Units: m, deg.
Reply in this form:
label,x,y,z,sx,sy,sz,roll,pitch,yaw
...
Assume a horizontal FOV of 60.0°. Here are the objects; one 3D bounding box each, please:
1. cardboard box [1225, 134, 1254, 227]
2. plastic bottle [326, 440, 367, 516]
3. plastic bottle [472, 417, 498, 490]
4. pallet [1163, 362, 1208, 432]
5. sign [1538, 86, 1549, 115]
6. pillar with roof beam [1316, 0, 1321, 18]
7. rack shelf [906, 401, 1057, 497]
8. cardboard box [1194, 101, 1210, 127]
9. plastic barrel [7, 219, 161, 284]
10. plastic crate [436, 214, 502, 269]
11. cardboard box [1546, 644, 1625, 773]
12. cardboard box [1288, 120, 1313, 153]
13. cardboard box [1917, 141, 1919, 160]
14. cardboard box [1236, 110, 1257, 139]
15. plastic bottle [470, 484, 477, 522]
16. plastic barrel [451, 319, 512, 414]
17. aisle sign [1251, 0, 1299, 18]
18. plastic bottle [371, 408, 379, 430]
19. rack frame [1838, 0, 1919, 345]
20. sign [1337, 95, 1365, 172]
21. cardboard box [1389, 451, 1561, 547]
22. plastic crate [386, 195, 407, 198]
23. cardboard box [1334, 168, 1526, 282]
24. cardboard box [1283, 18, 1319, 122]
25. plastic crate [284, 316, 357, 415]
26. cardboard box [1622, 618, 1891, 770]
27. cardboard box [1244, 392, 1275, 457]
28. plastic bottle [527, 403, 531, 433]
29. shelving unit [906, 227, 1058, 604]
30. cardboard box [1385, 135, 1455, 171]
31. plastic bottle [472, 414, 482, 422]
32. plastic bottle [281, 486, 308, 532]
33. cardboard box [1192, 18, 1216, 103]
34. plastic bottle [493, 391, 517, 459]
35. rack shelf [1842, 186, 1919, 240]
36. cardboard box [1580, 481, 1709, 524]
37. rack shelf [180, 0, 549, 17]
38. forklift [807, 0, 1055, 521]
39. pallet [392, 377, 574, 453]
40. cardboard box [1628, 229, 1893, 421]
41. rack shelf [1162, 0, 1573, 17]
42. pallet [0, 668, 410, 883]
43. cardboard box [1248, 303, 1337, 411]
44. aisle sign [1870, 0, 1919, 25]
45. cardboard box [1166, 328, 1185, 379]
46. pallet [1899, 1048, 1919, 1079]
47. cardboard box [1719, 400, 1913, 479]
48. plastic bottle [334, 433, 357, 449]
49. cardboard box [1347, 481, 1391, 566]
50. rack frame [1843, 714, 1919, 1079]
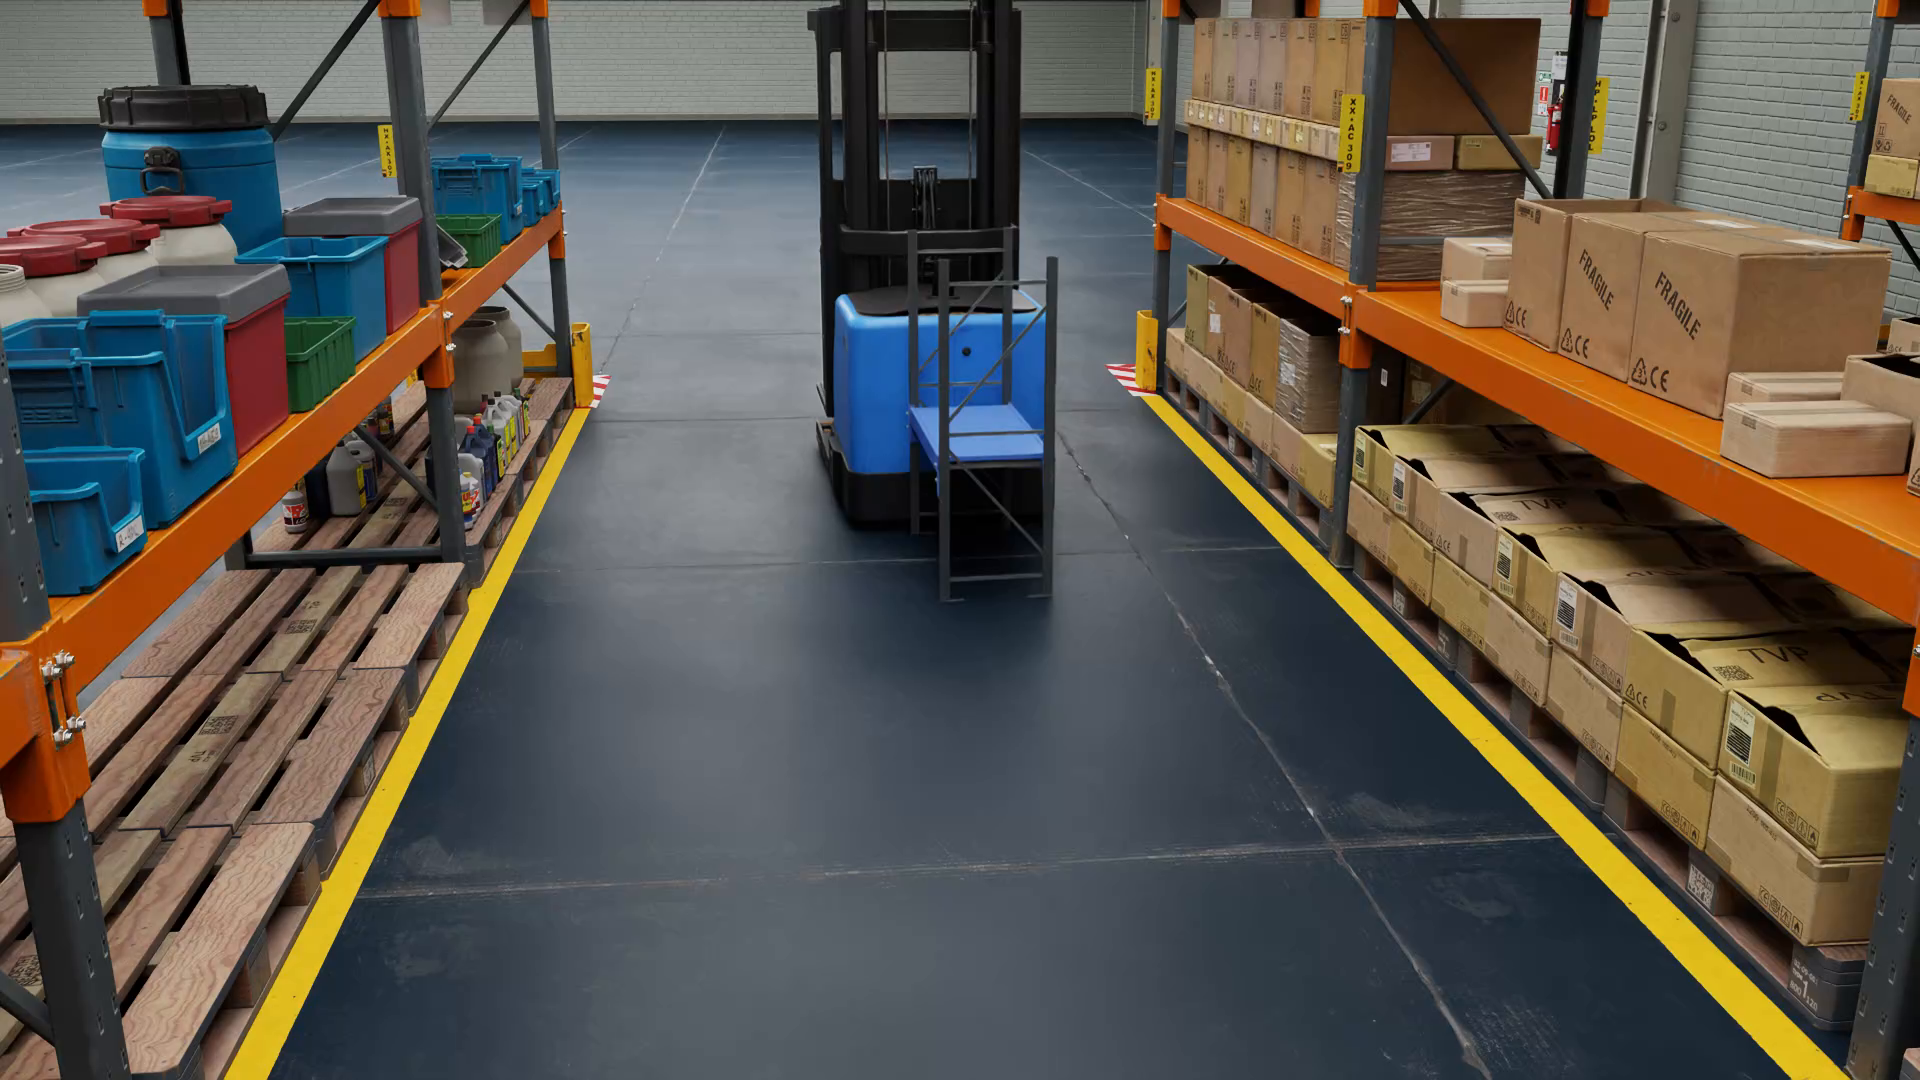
label,x,y,z,sx,sy,sz,roll,pitch,yaw
cardboard box,1.969,-2.119,9.753,0.700,0.500,0.500,-2,18,-5
plastic bottle,-2.895,-0.305,7.830,0.144,0.351,0.185,-2,18,-6
plastic bottle,-2.375,-0.428,8.219,0.144,0.351,0.185,-3,18,-8
pallet,1.950,-0.959,10.878,1.003,0.211,1.213,-2,18,-6
sign,6.899,-5.198,19.666,0.001,0.329,0.234,-2,18,-6
pillar with roof beam,1.550,-10.580,26.854,9.100,9.000,0.400,-2,18,-6
rack shelf,0.081,-0.432,7.648,0.538,0.185,1.000,-3,18,-8
cardboard box,1.685,-2.671,10.426,0.380,0.149,0.250,-2,18,-7
plastic barrel,-2.729,-0.726,5.256,0.433,0.535,0.433,0,17,0
plastic crate,-2.545,-1.484,8.250,0.450,0.188,0.662,-2,18,-6
cardboard box,2.252,0.527,5.381,0.500,0.250,0.500,-1,17,-4
cardboard box,1.898,-2.059,8.477,0.380,0.149,0.250,-2,18,-6
cardboard box,6.548,-2.666,10.628,0.500,0.500,0.500,-2,18,-5
cardboard box,1.790,-2.366,9.454,0.380,0.149,0.250,-2,18,-6
plastic bottle,-2.293,-0.185,7.697,0.097,0.201,0.097,0,17,0
plastic barrel,-2.902,-1.034,9.915,0.421,0.512,0.421,0,17,0
aisle sign,2.115,-3.785,10.884,0.394,0.787,0.004,-2,18,-6
plastic bottle,-3.186,-0.620,8.964,0.097,0.271,0.097,0,17,0
rack frame,6.756,-2.670,11.673,1.000,3.000,0.127,-2,18,-6
sign,1.690,-1.757,7.188,0.100,0.325,0.005,-2,18,-6
cardboard box,2.083,-0.200,6.759,0.500,0.311,0.500,-2,18,-6
plastic crate,-3.326,-1.961,9.857,0.298,0.136,0.250,-2,18,-6
cardboard box,2.190,-1.504,7.792,0.700,0.500,0.500,-2,18,-7
cardboard box,2.085,-2.422,8.552,0.700,0.500,0.500,-2,18,-6
plastic crate,-2.225,-0.561,5.309,0.450,0.188,0.662,-2,18,-6
cardboard box,2.295,0.409,4.820,0.500,0.311,0.500,-2,18,-6
cardboard box,1.869,-0.642,9.102,0.500,0.250,0.500,-2,18,-6
plastic bottle,-2.473,-0.705,9.352,0.097,0.201,0.097,0,17,0
shelving unit,0.081,-0.603,7.595,0.538,1.500,1.048,-3,18,-8
cardboard box,2.001,-1.755,7.511,0.380,0.149,0.250,-2,18,-6
plastic bottle,-2.582,-0.578,8.948,0.097,0.201,0.097,0,17,0
plastic bottle,-3.033,-0.145,7.569,0.097,0.201,0.097,0,17,0
cardboard box,1.870,-3.027,10.478,0.700,0.500,0.500,-2,18,-5
plastic bottle,-2.438,-0.610,8.799,0.144,0.351,0.185,-1,17,-3
rack shelf,6.962,-1.731,9.883,1.077,0.370,4.000,-2,18,-6
cardboard box,2.678,-0.065,6.328,0.500,0.311,0.500,-2,18,-6
rack shelf,-2.892,-2.856,8.459,1.077,0.370,4.000,-2,18,-6
forklift,-0.256,-1.893,9.313,1.130,2.935,3.031,-3,18,-8
pallet,-2.965,-0.770,10.277,1.003,0.211,1.213,-2,18,-6
cardboard box,2.465,-0.679,5.166,0.500,0.500,0.500,-3,18,-9
rack shelf,2.036,-3.008,8.943,1.077,0.370,4.000,-2,18,-6
pallet,-2.437,0.756,5.418,1.003,0.211,1.213,-2,18,-6
cardboard box,1.881,-1.000,8.991,0.500,0.500,0.500,-2,18,-6
aisle sign,6.450,-3.922,11.322,0.394,0.787,0.004,-2,18,-6
cardboard box,1.663,-1.237,11.000,0.500,0.250,0.500,-2,18,-6
pallet,2.694,1.422,3.296,1.003,0.211,1.213,-2,18,-6
cardboard box,2.287,-0.272,4.454,0.380,0.149,0.250,-2,18,-6
plastic bottle,-3.092,-0.454,8.304,0.144,0.351,0.185,-2,18,-6
cardboard box,2.037,-0.085,7.328,0.500,0.250,0.500,-2,18,-7
rack frame,2.654,-0.132,3.590,1.000,3.000,0.127,-2,18,-6
